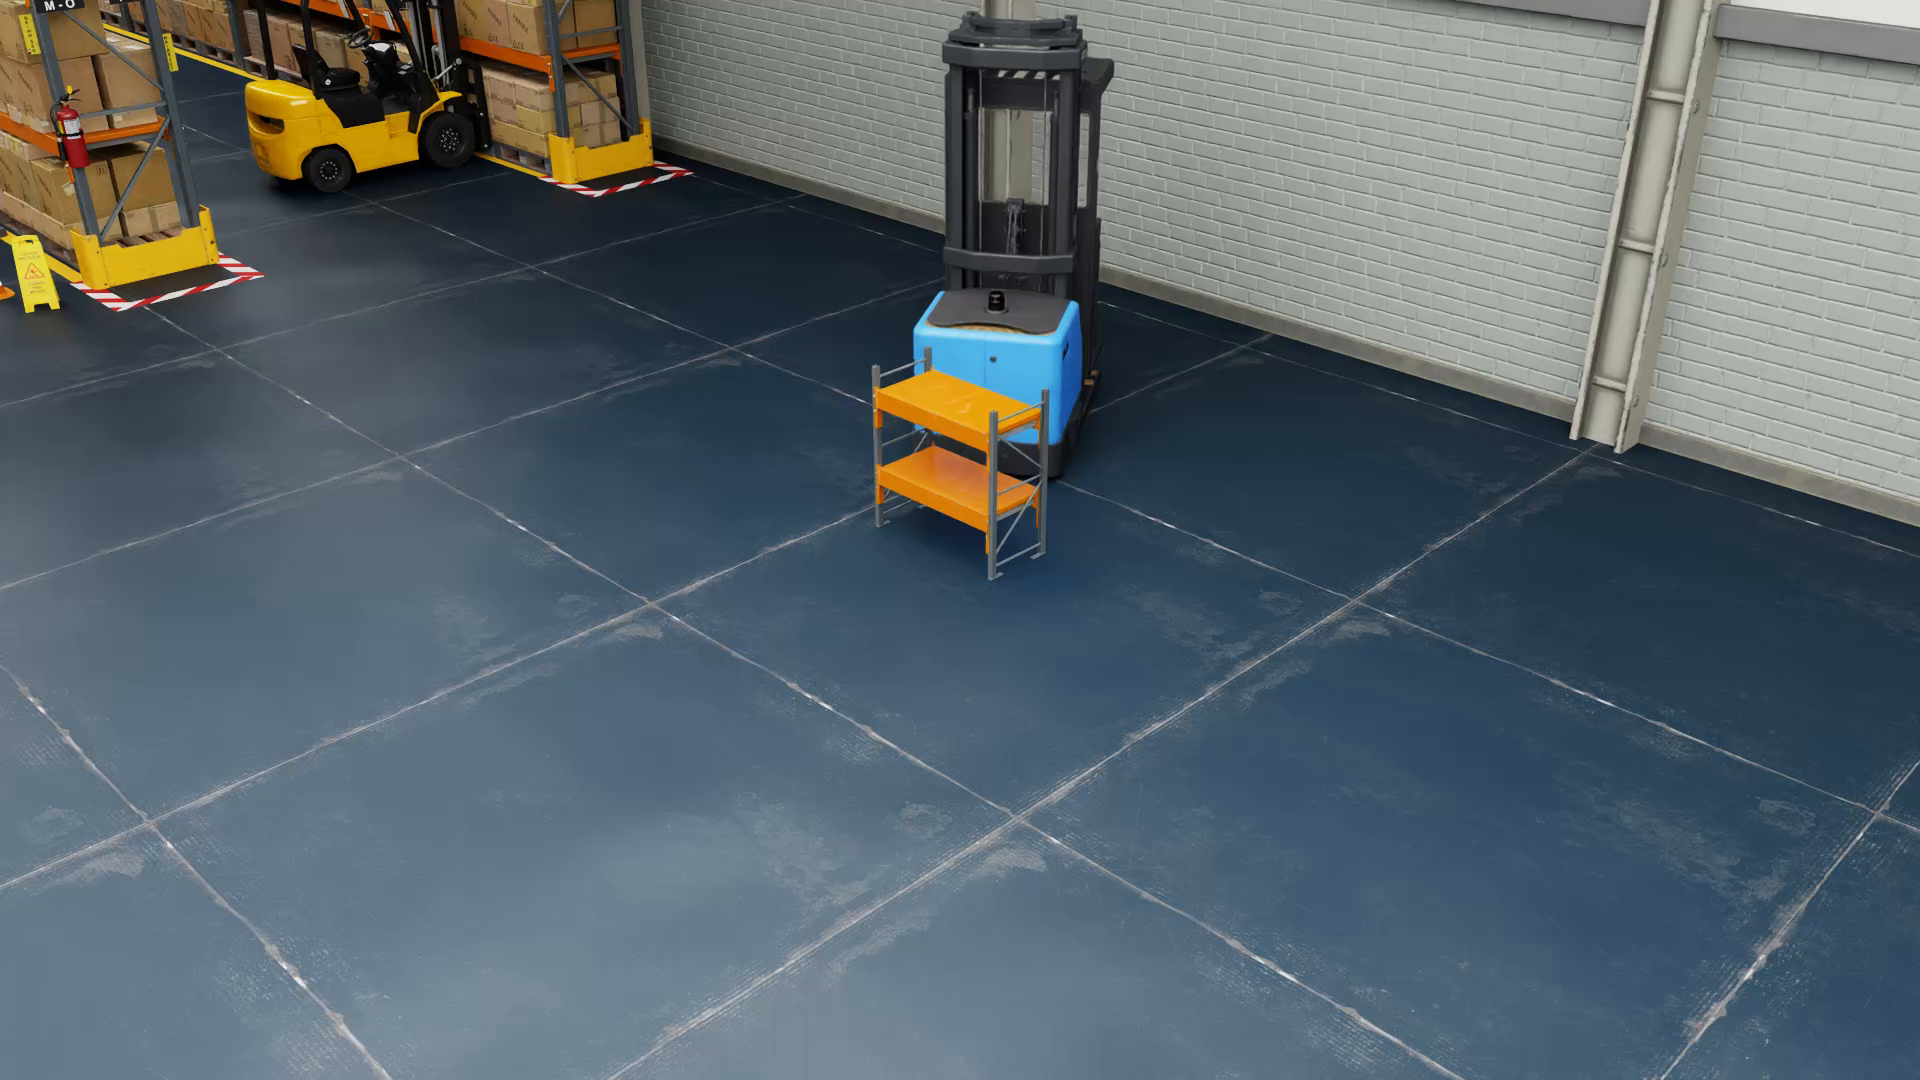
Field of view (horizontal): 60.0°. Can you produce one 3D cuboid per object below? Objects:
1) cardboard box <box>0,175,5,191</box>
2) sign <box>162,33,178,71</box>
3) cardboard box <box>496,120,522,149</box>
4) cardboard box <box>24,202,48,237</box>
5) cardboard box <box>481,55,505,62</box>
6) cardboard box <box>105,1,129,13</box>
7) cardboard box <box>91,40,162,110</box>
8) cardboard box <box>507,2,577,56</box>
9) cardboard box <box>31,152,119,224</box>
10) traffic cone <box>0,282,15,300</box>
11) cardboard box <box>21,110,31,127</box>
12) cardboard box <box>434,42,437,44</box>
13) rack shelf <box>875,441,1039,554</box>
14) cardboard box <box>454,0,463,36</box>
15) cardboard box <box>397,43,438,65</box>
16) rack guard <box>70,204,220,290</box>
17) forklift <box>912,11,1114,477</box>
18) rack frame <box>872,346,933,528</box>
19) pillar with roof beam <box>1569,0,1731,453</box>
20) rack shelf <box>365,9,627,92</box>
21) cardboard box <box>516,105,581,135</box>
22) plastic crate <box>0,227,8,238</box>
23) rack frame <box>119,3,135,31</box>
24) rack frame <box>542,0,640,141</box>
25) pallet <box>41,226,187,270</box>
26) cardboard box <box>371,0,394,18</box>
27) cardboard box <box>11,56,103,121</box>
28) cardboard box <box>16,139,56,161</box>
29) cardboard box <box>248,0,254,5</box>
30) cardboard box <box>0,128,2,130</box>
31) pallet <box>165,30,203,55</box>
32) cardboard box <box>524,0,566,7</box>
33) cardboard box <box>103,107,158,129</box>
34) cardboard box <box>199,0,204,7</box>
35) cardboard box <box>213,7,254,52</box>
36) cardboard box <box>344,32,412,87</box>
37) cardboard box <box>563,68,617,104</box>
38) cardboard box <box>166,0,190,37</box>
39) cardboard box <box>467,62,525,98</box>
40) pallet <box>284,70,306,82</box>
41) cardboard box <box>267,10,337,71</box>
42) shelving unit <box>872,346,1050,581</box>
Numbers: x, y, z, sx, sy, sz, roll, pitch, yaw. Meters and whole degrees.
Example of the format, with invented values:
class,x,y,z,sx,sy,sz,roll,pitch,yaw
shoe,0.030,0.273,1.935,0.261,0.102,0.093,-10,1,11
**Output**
class,x,y,z,sx,sy,sz,roll,pitch,yaw
cardboard box,-9.329,-3.785,16.417,0.500,0.500,0.500,-23,35,-37
sign,-7.086,-4.365,14.892,0.005,0.325,0.100,25,36,38
cardboard box,-4.894,-4.633,18.835,0.500,0.250,0.500,25,36,38
cardboard box,-8.596,-3.117,15.952,0.500,0.250,0.500,25,37,39
cardboard box,-5.268,-5.580,19.561,0.500,0.250,0.500,24,36,37
cardboard box,-13.149,-8.374,26.059,0.250,0.149,0.380,23,36,37
cardboard box,-7.610,-4.225,15.128,0.500,0.500,0.500,24,36,38
cardboard box,-4.524,-5.568,18.003,0.500,0.500,0.500,24,36,37
cardboard box,-8.221,-3.278,15.451,0.500,0.500,0.500,25,37,39
traffic cone,-8.678,-2.391,14.794,0.334,0.463,0.336,25,36,38
cardboard box,-8.310,-3.879,15.166,0.250,0.149,0.380,24,36,38
cardboard box,-6.355,-6.071,20.495,0.500,0.250,0.500,-24,36,-38
rack shelf,-0.005,-0.284,10.600,1.000,0.278,0.538,25,36,38
cardboard box,-5.620,-6.068,18.953,0.500,0.500,0.500,25,37,39
cardboard box,-6.359,-5.735,19.856,0.500,0.250,0.500,25,36,38
rack guard,-7.521,-2.720,15.380,0.348,0.500,1.175,25,36,38
forklift,0.487,-2.394,12.146,1.130,2.935,3.031,6,28,11
rack frame,-0.367,-0.666,10.801,0.032,1.125,0.500,25,36,38
pillar with roof beam,1.685,-3.288,7.327,0.400,9.000,9.100,25,36,38
rack shelf,-5.415,-5.785,19.295,4.000,0.370,1.077,25,36,38
cardboard box,-4.556,-4.696,18.417,0.500,0.250,0.500,24,36,38
plastic crate,-9.774,-3.031,16.421,0.583,0.080,0.402,12,30,22
rack frame,-12.546,-9.366,25.333,0.127,3.000,1.000,25,36,38
rack frame,-3.989,-5.451,17.886,0.127,3.000,1.000,25,36,38
pallet,-8.075,-2.869,15.974,1.213,0.211,1.003,25,36,38
cardboard box,-6.708,-6.569,19.905,0.500,0.500,0.500,23,36,37
cardboard box,-8.047,-4.064,14.821,0.500,0.500,0.500,24,36,38
cardboard box,-8.530,-3.662,15.486,0.380,0.149,0.250,-24,36,-38
cardboard box,-10.018,-7.797,23.886,0.380,0.149,0.250,-24,36,-38
cardboard box,-9.479,-4.098,16.315,0.380,0.149,0.250,-23,35,-36
pallet,-11.066,-7.481,24.744,1.213,0.211,1.003,25,36,38
cardboard box,-4.433,-5.802,17.750,0.380,0.149,0.250,-25,36,-38
cardboard box,-7.564,-3.870,15.151,0.250,0.149,0.380,25,37,39
cardboard box,-10.597,-7.684,23.671,0.250,0.149,0.380,23,36,37
cardboard box,-10.146,-7.207,23.461,0.500,0.500,0.500,-24,36,-38
cardboard box,-7.222,-6.057,21.140,0.875,0.625,0.625,-23,36,-37
cardboard box,-4.199,-5.082,18.613,0.500,0.250,0.500,24,36,38
cardboard box,-11.254,-7.707,24.412,0.500,0.500,0.500,23,35,37
cardboard box,-5.271,-5.235,18.905,0.500,0.250,0.500,-25,37,-39
pallet,-8.269,-6.147,22.207,1.213,0.211,1.003,25,36,38
cardboard box,-8.787,-6.777,22.509,0.875,0.625,0.625,-24,36,-38
shelving unit,-0.005,-0.500,10.486,1.048,1.125,0.538,25,36,38
